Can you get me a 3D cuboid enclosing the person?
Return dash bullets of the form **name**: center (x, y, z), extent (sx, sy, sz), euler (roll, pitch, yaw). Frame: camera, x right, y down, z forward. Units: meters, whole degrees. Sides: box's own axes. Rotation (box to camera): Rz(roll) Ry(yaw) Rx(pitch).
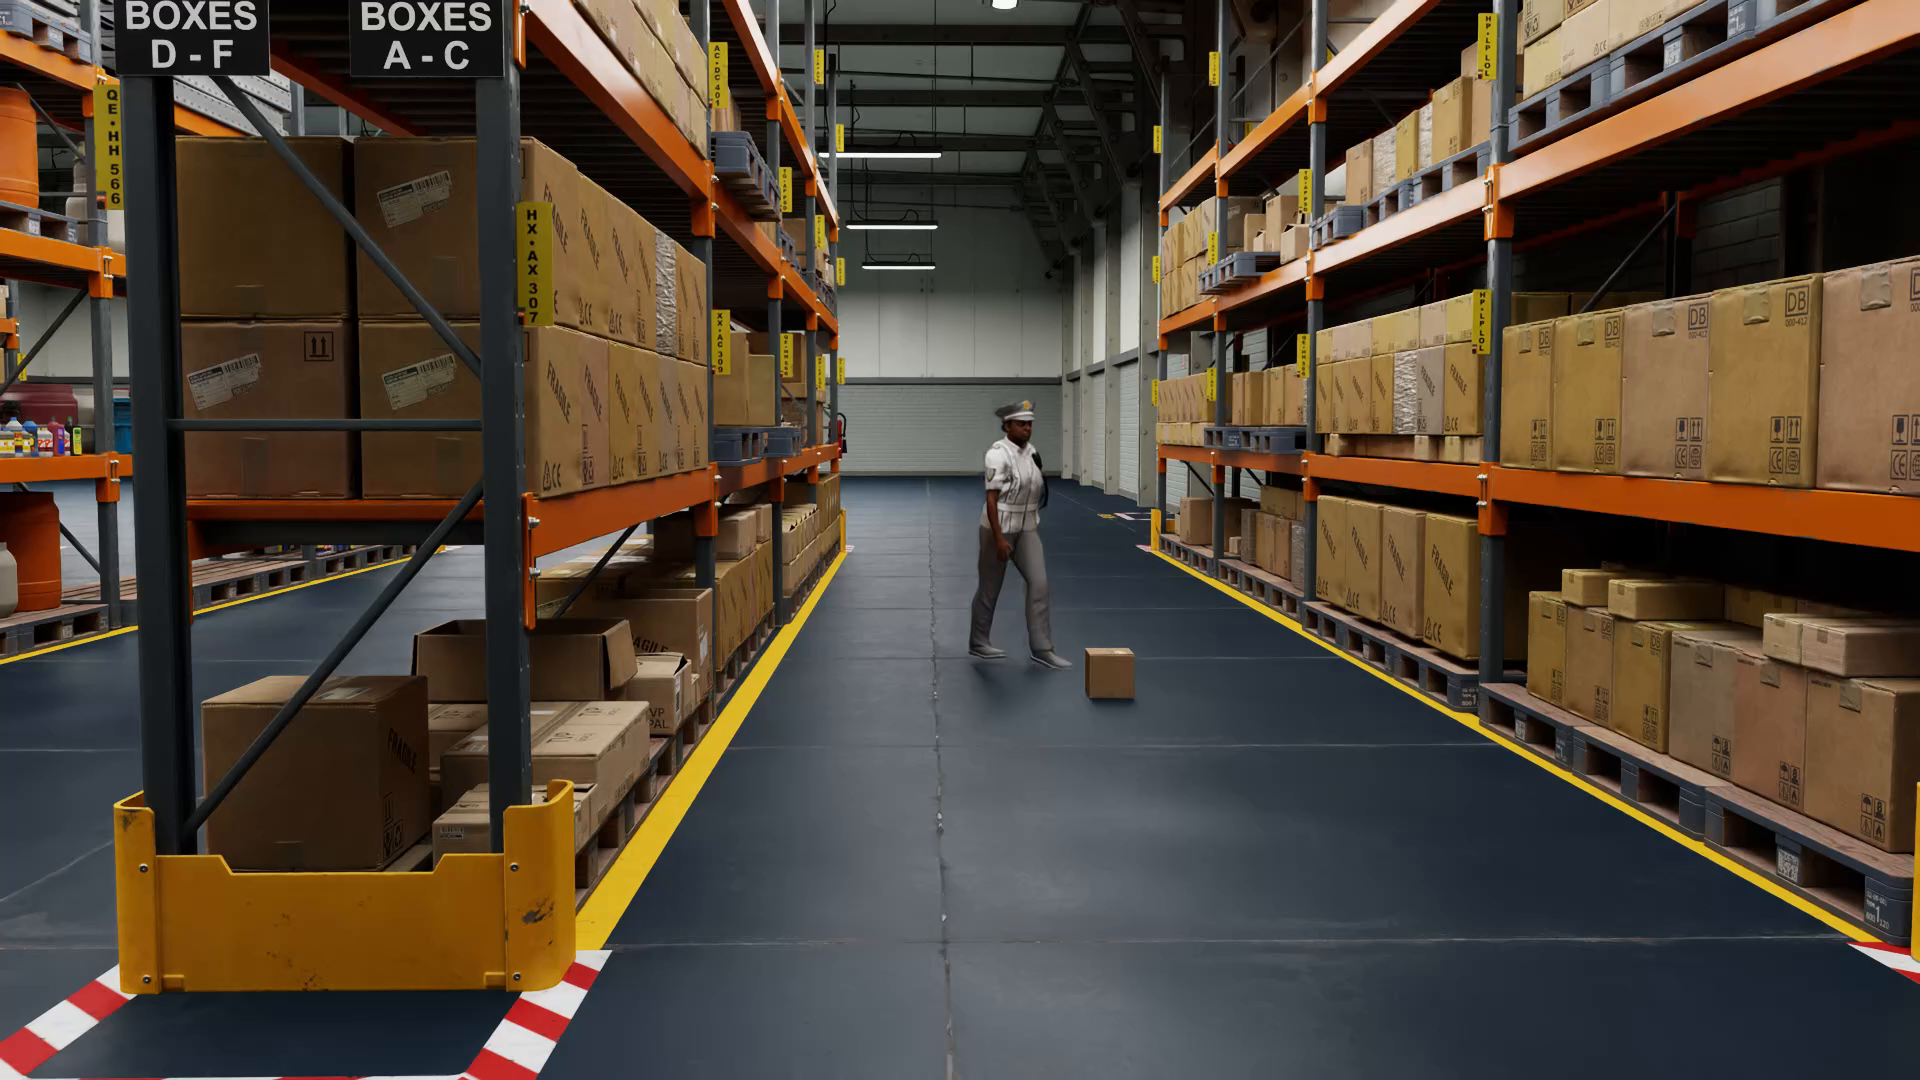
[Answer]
- **person**: center (0.322, -0.033, 10.438), extent (0.469, 1.685, 0.726), euler (-3, 5, -41)
